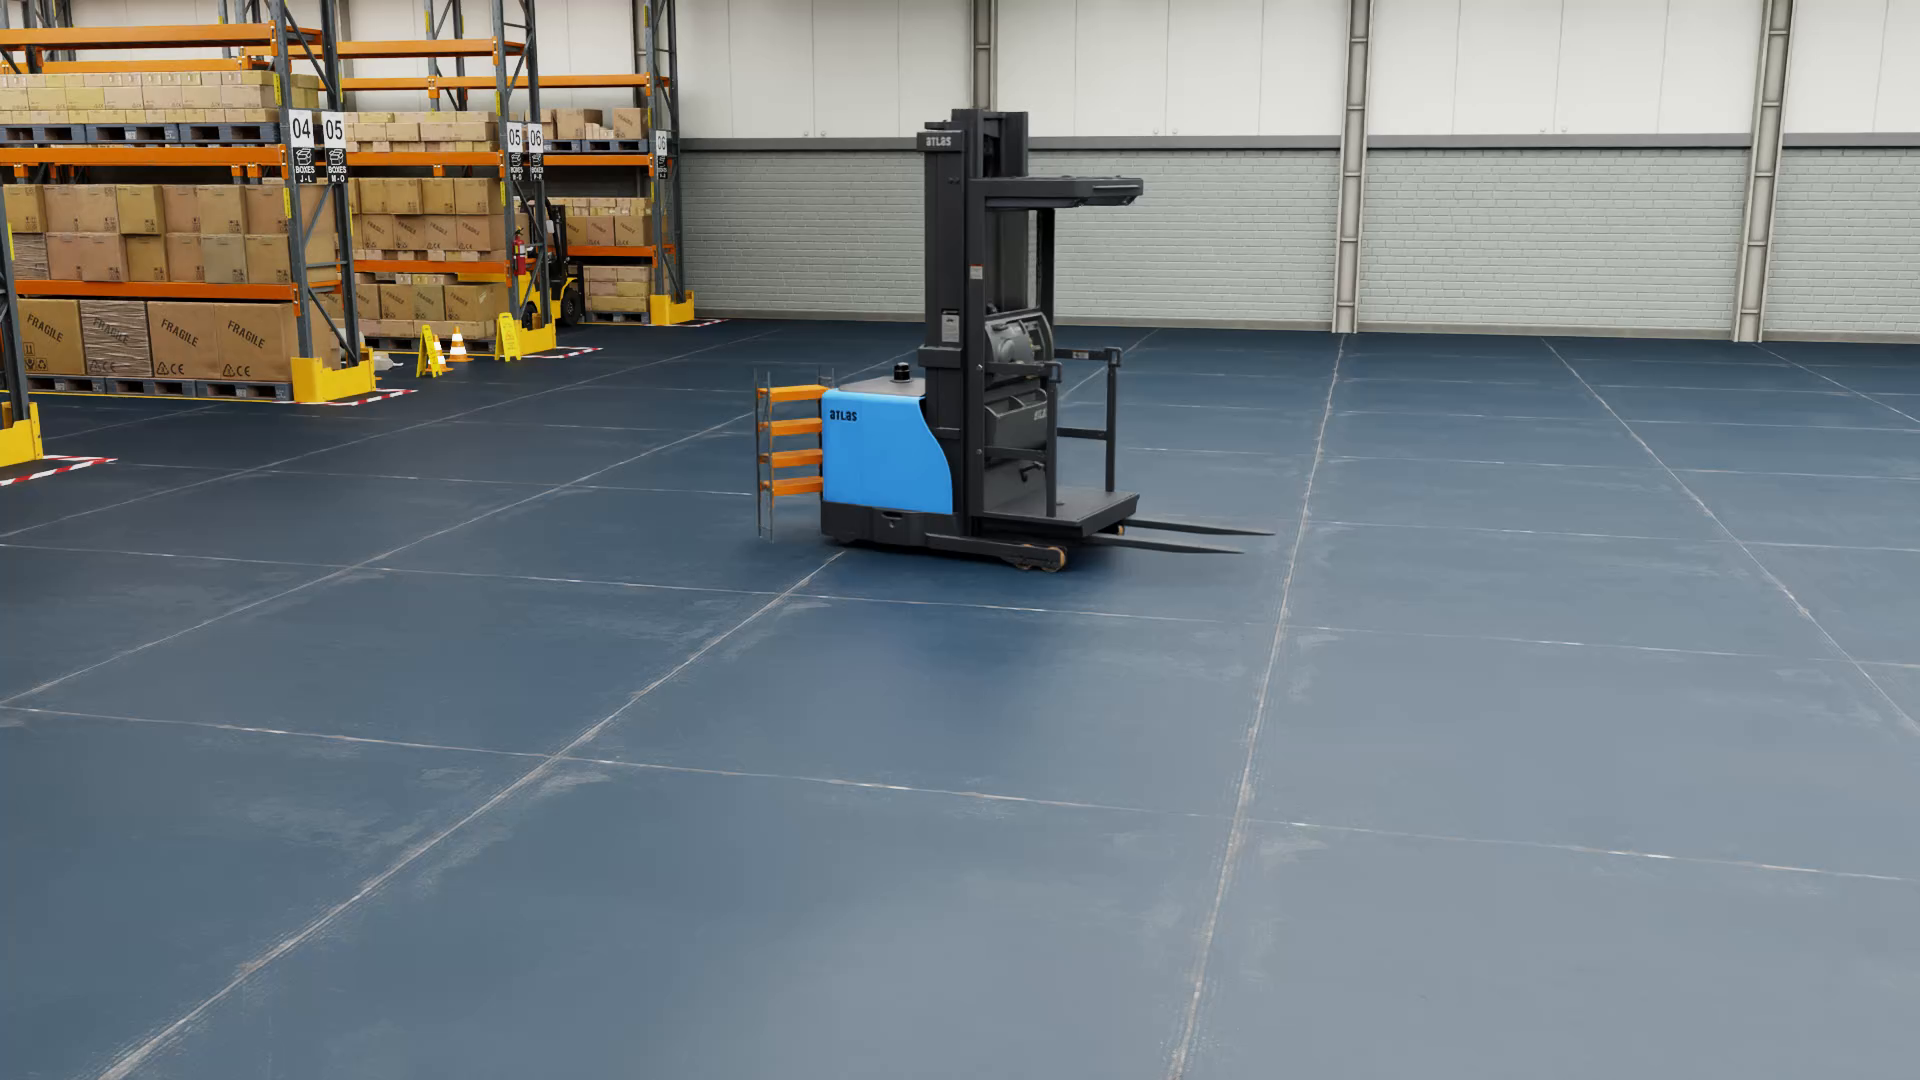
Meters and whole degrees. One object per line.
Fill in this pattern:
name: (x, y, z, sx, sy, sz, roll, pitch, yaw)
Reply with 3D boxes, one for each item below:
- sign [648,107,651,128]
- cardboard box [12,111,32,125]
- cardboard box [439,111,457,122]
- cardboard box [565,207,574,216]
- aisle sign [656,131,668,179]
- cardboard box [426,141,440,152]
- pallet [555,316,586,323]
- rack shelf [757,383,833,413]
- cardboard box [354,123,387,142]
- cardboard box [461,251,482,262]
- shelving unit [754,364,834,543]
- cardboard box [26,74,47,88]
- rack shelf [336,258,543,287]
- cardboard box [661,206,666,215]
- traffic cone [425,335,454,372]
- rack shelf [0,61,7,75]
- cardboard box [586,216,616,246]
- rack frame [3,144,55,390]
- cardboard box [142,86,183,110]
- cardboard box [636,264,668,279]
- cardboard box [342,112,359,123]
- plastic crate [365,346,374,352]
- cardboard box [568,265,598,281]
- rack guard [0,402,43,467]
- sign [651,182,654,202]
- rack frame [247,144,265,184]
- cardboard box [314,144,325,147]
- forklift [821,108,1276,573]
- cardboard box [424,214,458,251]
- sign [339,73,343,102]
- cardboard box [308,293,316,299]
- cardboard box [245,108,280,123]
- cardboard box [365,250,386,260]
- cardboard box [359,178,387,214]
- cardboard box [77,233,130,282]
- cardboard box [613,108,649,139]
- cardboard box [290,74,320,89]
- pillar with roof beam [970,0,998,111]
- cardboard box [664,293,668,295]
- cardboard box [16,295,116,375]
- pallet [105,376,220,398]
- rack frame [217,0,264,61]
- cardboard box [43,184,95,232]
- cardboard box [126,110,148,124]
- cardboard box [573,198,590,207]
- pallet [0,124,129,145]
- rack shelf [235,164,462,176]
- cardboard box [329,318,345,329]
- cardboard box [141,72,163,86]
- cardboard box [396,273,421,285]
sign: (-5.117, -6.969, 27.431, 0.005, 0.325, 0.100, 3, 13, 14)
cardboard box: (-10.606, -4.834, 19.049, 0.250, 0.149, 0.380, 3, 13, 14)
cardboard box: (-7.051, -5.897, 23.203, 0.250, 0.149, 0.380, 3, 13, 13)
cardboard box: (-6.628, -5.610, 28.366, 0.250, 0.149, 0.380, 3, 13, 14)
aisle sign: (-4.980, -6.428, 27.779, 0.004, 0.787, 0.394, 3, 13, 14)
cardboard box: (-7.302, -5.536, 23.413, 0.250, 0.149, 0.380, 3, 13, 14)
pallet: (-6.907, -3.957, 29.083, 1.213, 0.211, 1.003, 3, 13, 14)
rack shelf: (-1.158, -0.996, 11.637, 0.480, 0.148, 0.258, -7, 14, -30)
cardboard box: (-8.204, -5.764, 23.524, 0.500, 0.250, 0.500, 3, 13, 14)
cardboard box: (-6.846, -4.022, 23.515, 0.250, 0.149, 0.380, 3, 13, 13)
shelving unit: (-1.158, -0.612, 11.722, 0.503, 1.200, 0.258, -7, 14, -30)
cardboard box: (-10.365, -5.210, 18.903, 0.250, 0.149, 0.380, 3, 13, 13)
rack shelf: (-8.101, -3.933, 24.194, 4.000, 0.370, 1.077, 3, 13, 14)
cardboard box: (-5.240, -5.662, 28.598, 0.250, 0.149, 0.380, 3, 13, 12)
traffic cone: (-6.821, -2.441, 21.670, 0.334, 0.463, 0.336, 3, 13, 14)
rack shelf: (-15.868, -7.081, 25.459, 4.000, 0.370, 1.077, 3, 13, 14)
cardboard box: (-6.016, -5.272, 28.340, 0.500, 0.500, 0.500, 3, 13, 15)
rack frame: (-11.130, -3.341, 19.869, 0.127, 3.000, 1.000, 3, 13, 14)
cardboard box: (-8.762, -4.943, 18.622, 0.500, 0.250, 0.500, 3, 13, 13)
cardboard box: (-5.395, -4.640, 28.790, 0.500, 0.250, 0.500, 3, 13, 13)
cardboard box: (-8.537, -5.978, 23.565, 0.250, 0.149, 0.380, 3, 13, 13)
plastic crate: (-8.715, -2.708, 23.756, 0.583, 0.080, 0.402, -1, 13, -6)
cardboard box: (-6.485, -4.582, 28.533, 0.500, 0.250, 0.500, 3, 13, 14)
rack guard: (-8.607, -0.880, 14.544, 0.348, 0.500, 1.175, 3, 13, 14)
sign: (-5.117, -5.792, 27.692, 0.005, 0.325, 0.100, 3, 13, 14)
rack frame: (-10.042, -4.388, 24.584, 0.127, 3.000, 1.000, 3, 13, 14)
cardboard box: (-9.057, -5.625, 23.818, 0.250, 0.149, 0.380, 3, 13, 15)
forklift: (0.582, -1.350, 11.051, 3.031, 2.935, 1.130, 6, 14, 27)
cardboard box: (-7.237, -4.371, 23.593, 0.500, 0.500, 0.500, 3, 13, 14)
sign: (-7.108, -5.180, 19.030, 0.005, 0.325, 0.100, 3, 13, 14)
cardboard box: (-9.534, -3.529, 24.362, 0.500, 0.500, 0.500, 4, 13, 16)
cardboard box: (-7.651, -4.675, 18.336, 0.250, 0.149, 0.380, 3, 13, 13)
cardboard box: (-8.322, -4.106, 23.893, 0.250, 0.149, 0.380, 3, 13, 13)
cardboard box: (-8.168, -4.931, 23.806, 0.500, 0.500, 0.700, 3, 13, 13)
cardboard box: (-9.734, -3.321, 19.433, 0.550, 0.550, 0.875, 3, 13, 14)
cardboard box: (-5.461, -6.963, 27.835, 0.500, 0.500, 0.500, 3, 13, 15)
cardboard box: (-7.495, -5.203, 18.873, 0.250, 0.149, 0.380, 3, 13, 14)
pillar with roof beam: (-0.640, -7.162, 23.238, 0.400, 9.000, 9.100, 3, 13, 14)
cardboard box: (-5.403, -4.153, 28.907, 0.500, 0.250, 0.500, 3, 13, 14)
cardboard box: (-10.536, -2.462, 19.840, 0.875, 0.875, 0.875, 3, 13, 14)
pallet: (-9.223, -1.861, 19.636, 1.213, 0.211, 1.003, 3, 13, 14)
rack frame: (-12.740, -8.568, 29.576, 0.127, 3.000, 1.000, 3, 13, 14)
cardboard box: (-10.219, -3.911, 19.598, 0.550, 0.550, 0.875, 3, 13, 14)
cardboard box: (-9.131, -4.755, 18.693, 0.250, 0.149, 0.380, 3, 13, 14)
cardboard box: (-6.382, -5.742, 28.273, 0.250, 0.149, 0.380, 3, 13, 15)
pallet: (-10.339, -4.718, 19.352, 1.213, 0.211, 1.003, 3, 13, 14)
rack shelf: (-10.799, -6.649, 29.511, 4.000, 0.370, 1.077, 3, 13, 14)
cardboard box: (-9.013, -3.137, 24.329, 0.500, 0.250, 0.500, 4, 13, 17)
cardboard box: (-8.890, -5.131, 18.548, 0.250, 0.149, 0.380, 3, 13, 13)
cardboard box: (-7.870, -3.745, 23.837, 0.250, 0.149, 0.380, 4, 13, 16)
